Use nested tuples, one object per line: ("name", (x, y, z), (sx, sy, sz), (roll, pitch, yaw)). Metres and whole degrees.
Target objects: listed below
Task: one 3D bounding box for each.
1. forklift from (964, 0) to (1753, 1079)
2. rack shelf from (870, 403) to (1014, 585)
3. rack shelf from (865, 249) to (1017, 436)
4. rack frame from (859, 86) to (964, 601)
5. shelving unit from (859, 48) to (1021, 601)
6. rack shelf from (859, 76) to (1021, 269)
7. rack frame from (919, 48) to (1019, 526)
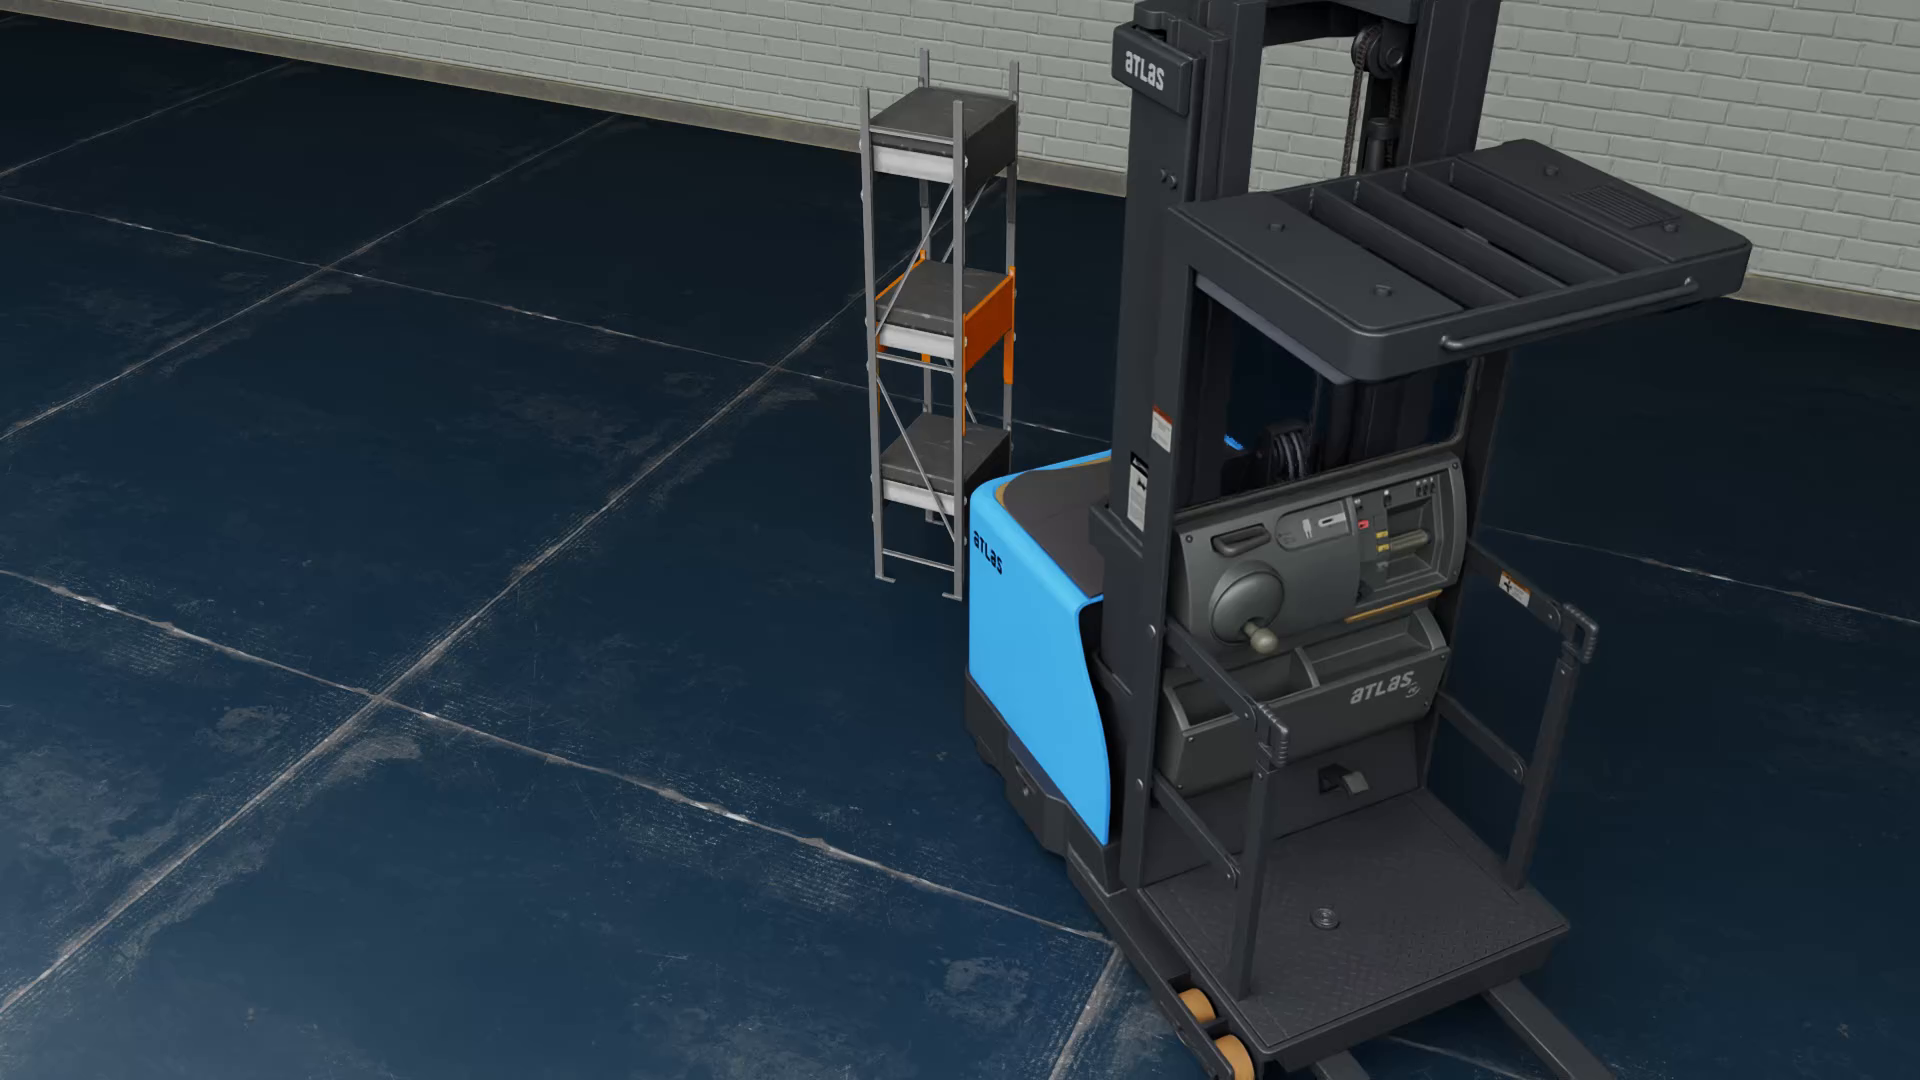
("forklift", (1.106, 0.098, 4.427), (1.130, 2.935, 3.031), (-15, 36, -21))
("rack shelf", (-0.069, -0.199, 6.940), (0.431, 0.518, 0.480), (14, 36, 20))
("rack shelf", (-0.069, -0.784, 6.556), (0.431, 0.518, 0.480), (14, 36, 20))
("rack frame", (-0.171, -0.674, 6.363), (0.400, 2.100, 0.015), (14, 36, 20))
("shelving unit", (-0.069, -0.796, 6.549), (0.431, 2.100, 0.503), (14, 36, 20))
("rack shelf", (-0.069, -1.370, 6.172), (0.431, 0.518, 0.480), (14, 36, 20))
("rack frame", (0.033, -0.917, 6.734), (0.400, 2.100, 0.015), (14, 36, 20))
